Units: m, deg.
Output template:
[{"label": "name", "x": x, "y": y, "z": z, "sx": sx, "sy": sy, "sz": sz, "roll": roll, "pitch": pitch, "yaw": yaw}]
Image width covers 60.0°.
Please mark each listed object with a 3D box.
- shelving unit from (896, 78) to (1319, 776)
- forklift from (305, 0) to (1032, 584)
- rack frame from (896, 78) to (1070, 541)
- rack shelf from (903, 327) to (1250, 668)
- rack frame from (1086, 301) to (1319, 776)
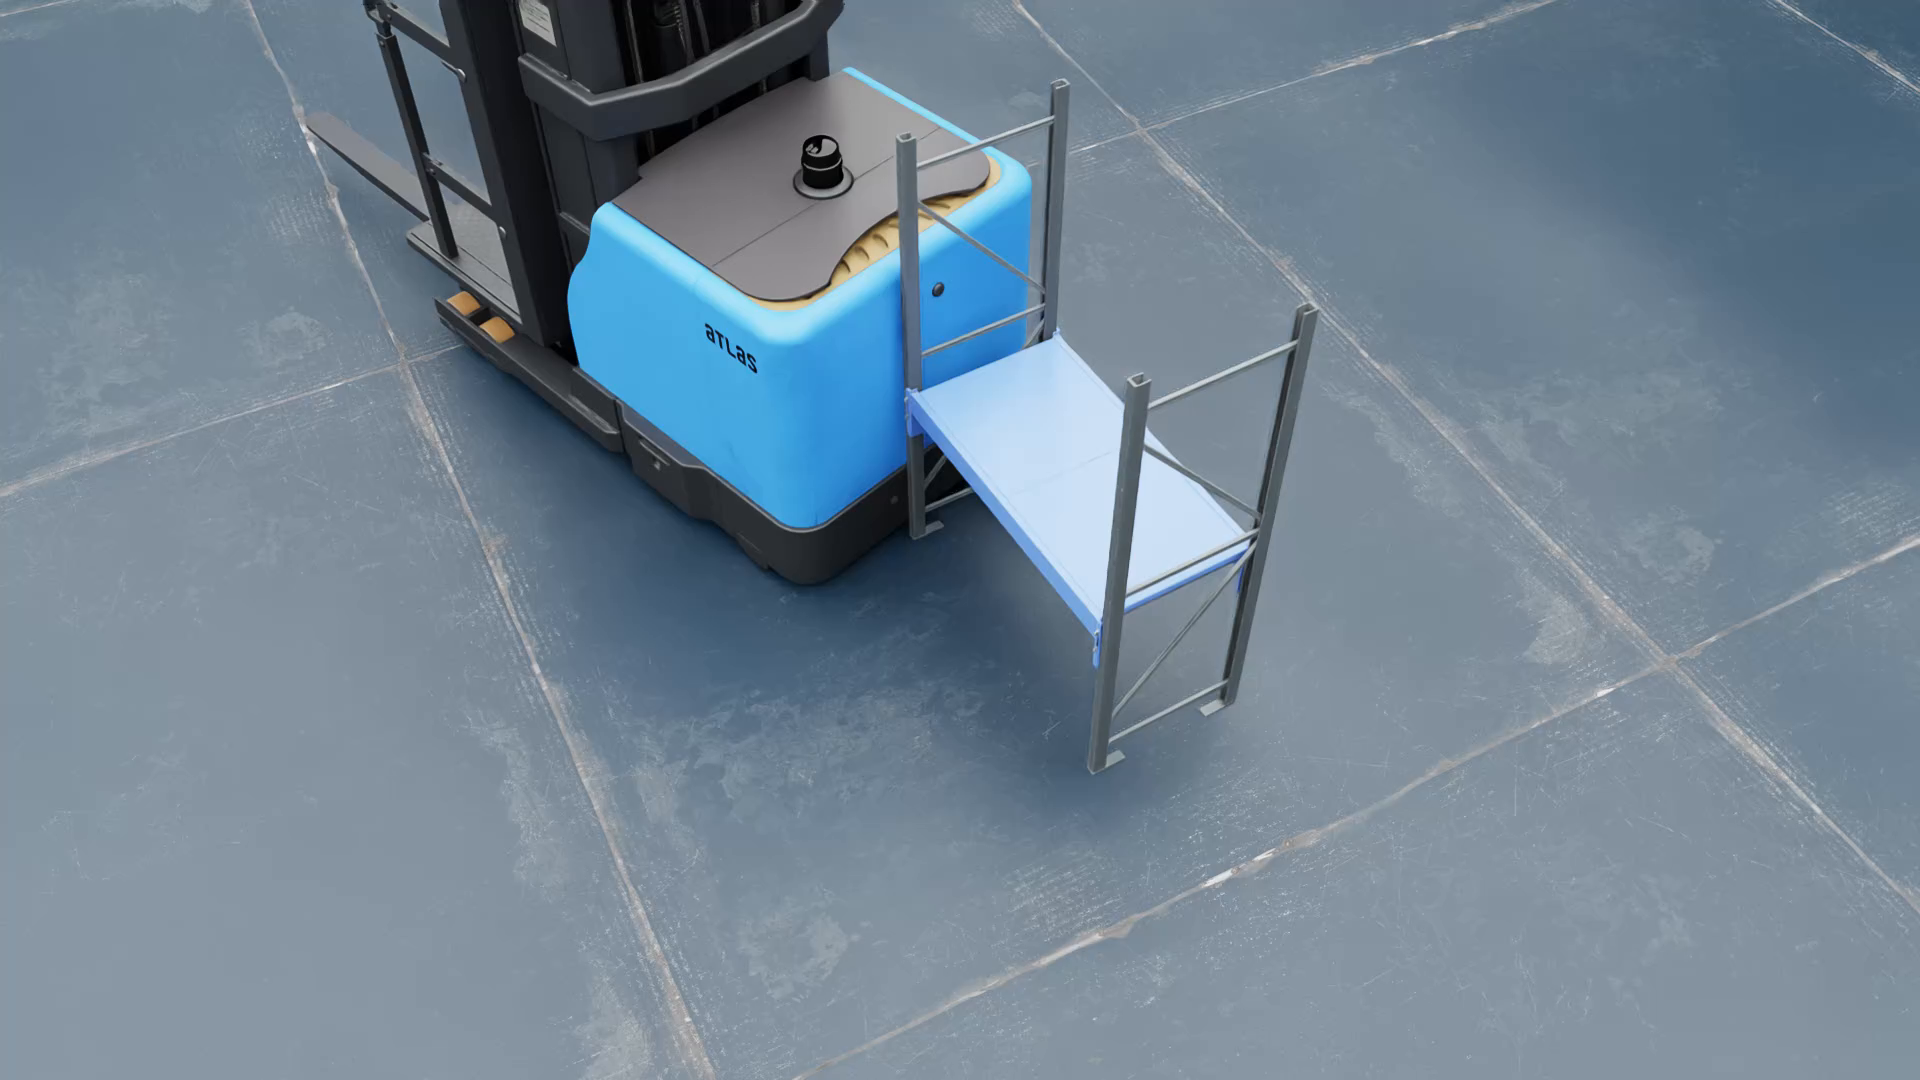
[{"label": "shelving unit", "x": 0.321, "y": -0.267, "z": 4.487, "sx": 0.538, "sy": 1.500, "sz": 1.048, "roll": -24, "pitch": 53, "yaw": -20}, {"label": "forklift", "x": -1.188, "y": -1.824, "z": 4.898, "sx": 3.031, "sy": 2.935, "sz": 1.130, "roll": 36, "pitch": 58, "yaw": 27}, {"label": "rack frame", "x": 0.062, "y": -0.596, "z": 4.775, "sx": 0.500, "sy": 1.500, "sz": 0.032, "roll": -24, "pitch": 53, "yaw": -20}, {"label": "rack shelf", "x": 0.321, "y": -0.148, "z": 4.622, "sx": 0.538, "sy": 0.185, "sz": 1.000, "roll": -24, "pitch": 53, "yaw": -20}, {"label": "rack frame", "x": 0.580, "y": 0.063, "z": 4.199, "sx": 0.500, "sy": 1.500, "sz": 0.032, "roll": -24, "pitch": 53, "yaw": -20}]
